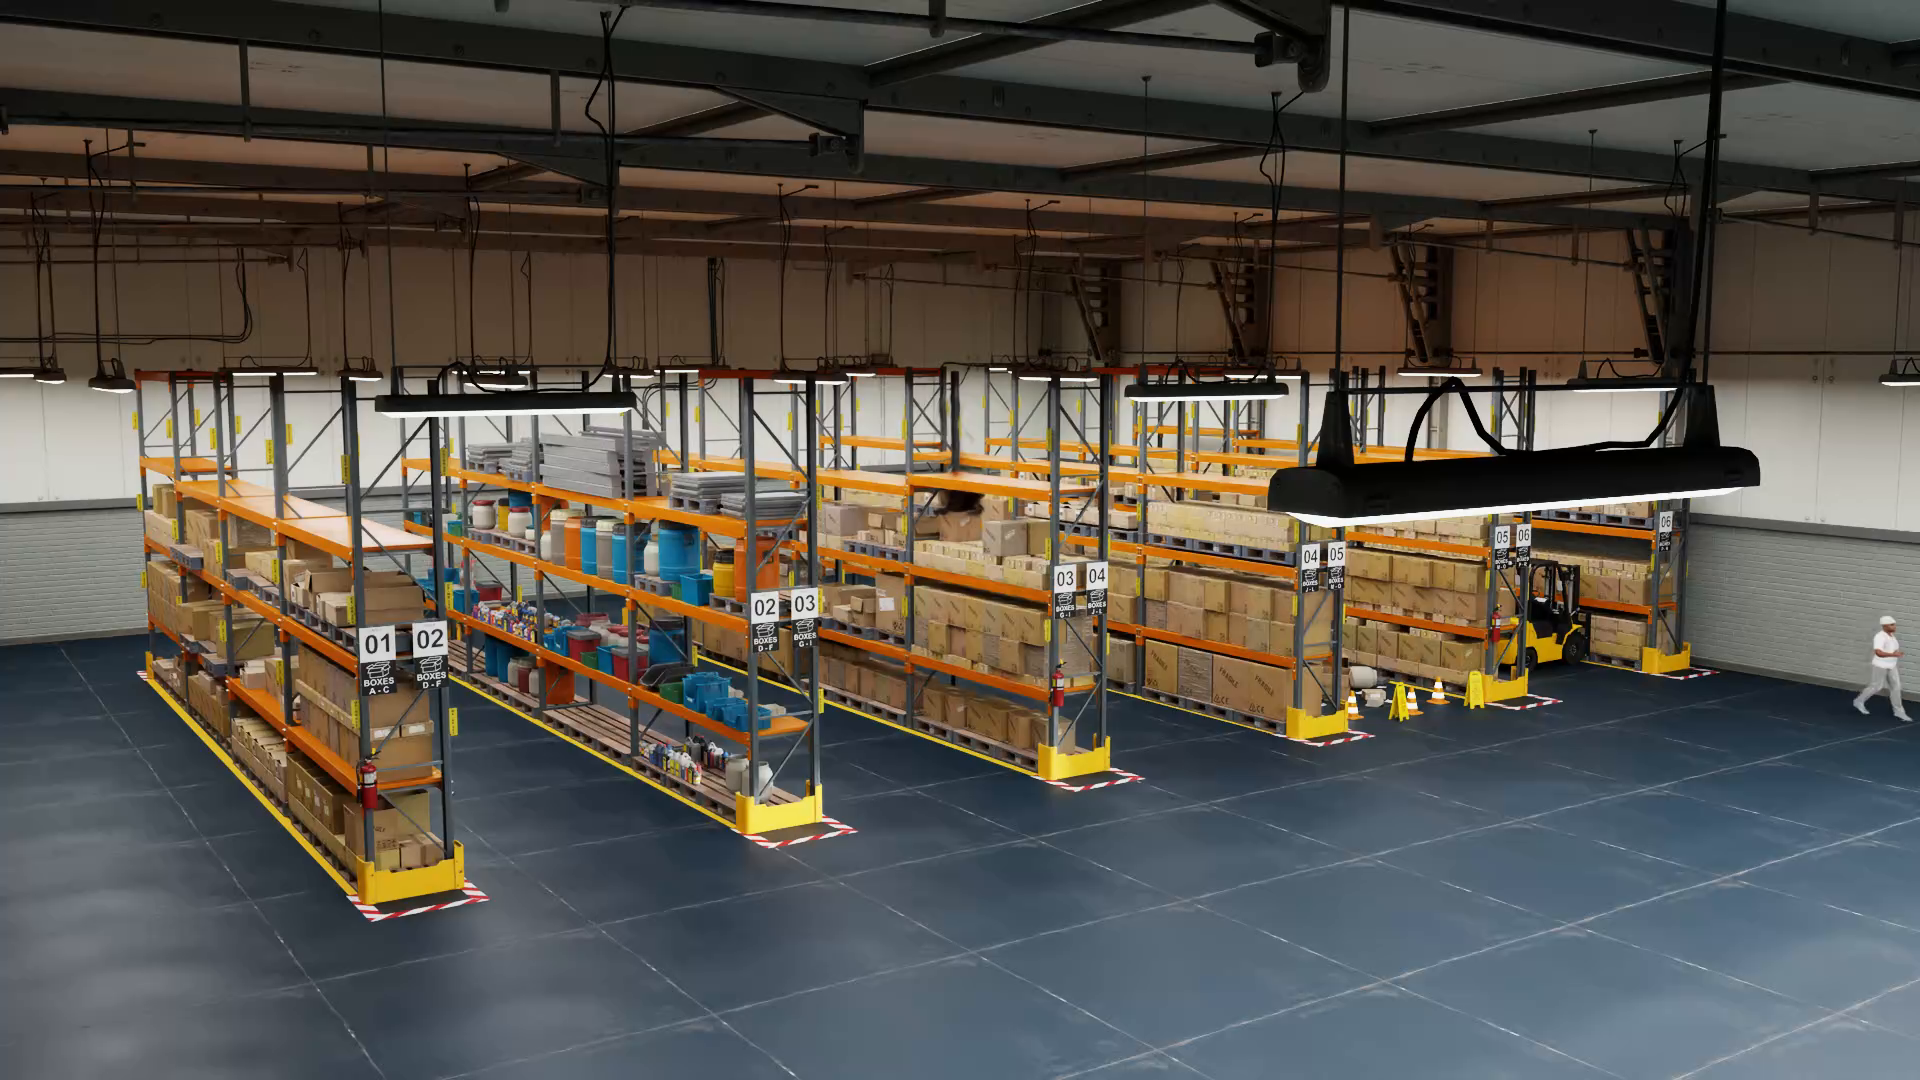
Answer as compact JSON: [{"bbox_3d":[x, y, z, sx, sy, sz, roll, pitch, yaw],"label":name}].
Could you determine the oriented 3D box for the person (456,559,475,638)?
[{"bbox_3d":[-10.932,1.274,36.946,0.822,1.735,0.686,-3,7,-25],"label":"person"}]

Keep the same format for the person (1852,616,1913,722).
[{"bbox_3d":[15.948,2.192,28.680,0.704,1.781,0.943,-5,8,-36],"label":"person"}]

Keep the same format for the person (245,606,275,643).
[{"bbox_3d":[-14.159,1.746,33.549,0.548,1.595,0.575,3,7,25],"label":"person"}]
